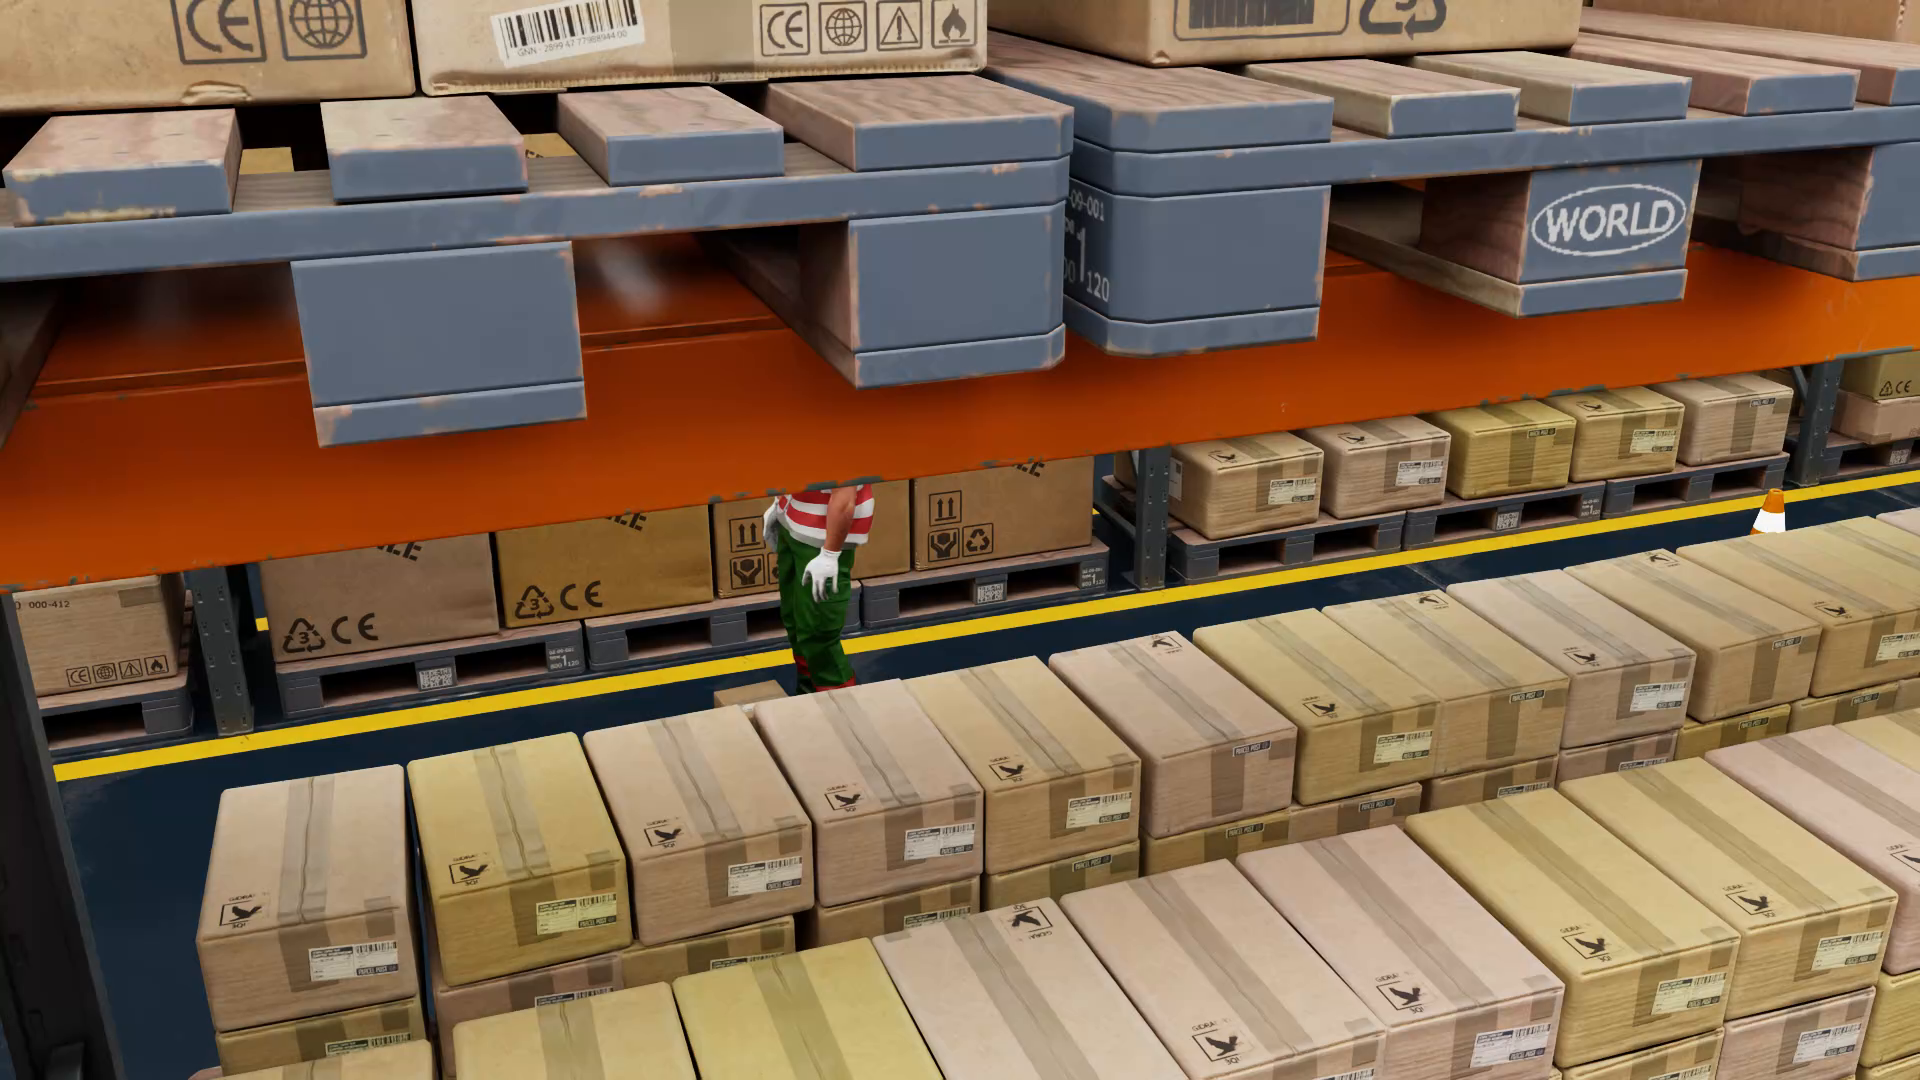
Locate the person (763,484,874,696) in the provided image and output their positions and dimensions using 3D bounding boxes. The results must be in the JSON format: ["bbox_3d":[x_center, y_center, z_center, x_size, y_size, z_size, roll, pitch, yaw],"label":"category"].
[{"bbox_3d":[-0.557,-0.014,6.104,0.446,1.780,0.623,-9,24,-21],"label":"person"}]
